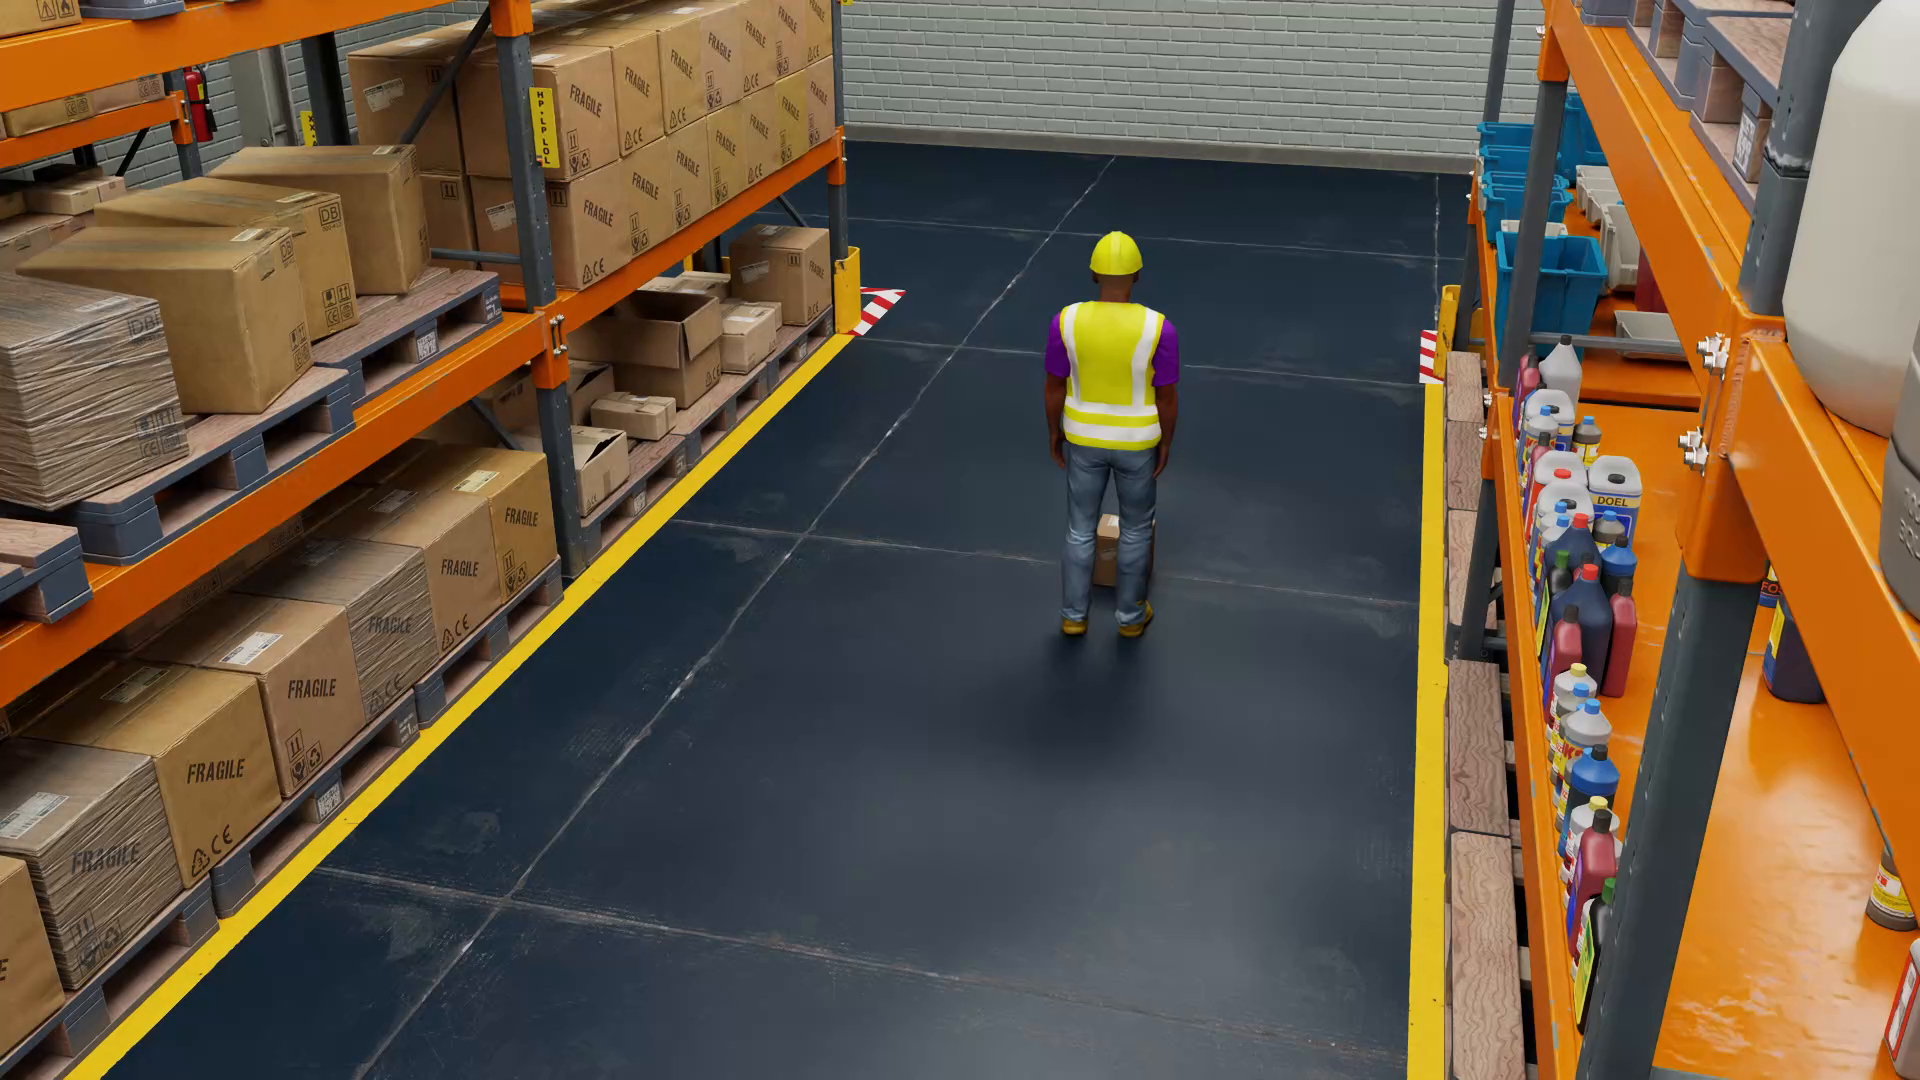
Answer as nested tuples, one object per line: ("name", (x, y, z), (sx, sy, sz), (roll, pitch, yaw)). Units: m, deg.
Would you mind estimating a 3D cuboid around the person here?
("person", (12.443, -3.817, 5.731), (23.125, 9.031, 7.372), (7, 26, 14))
